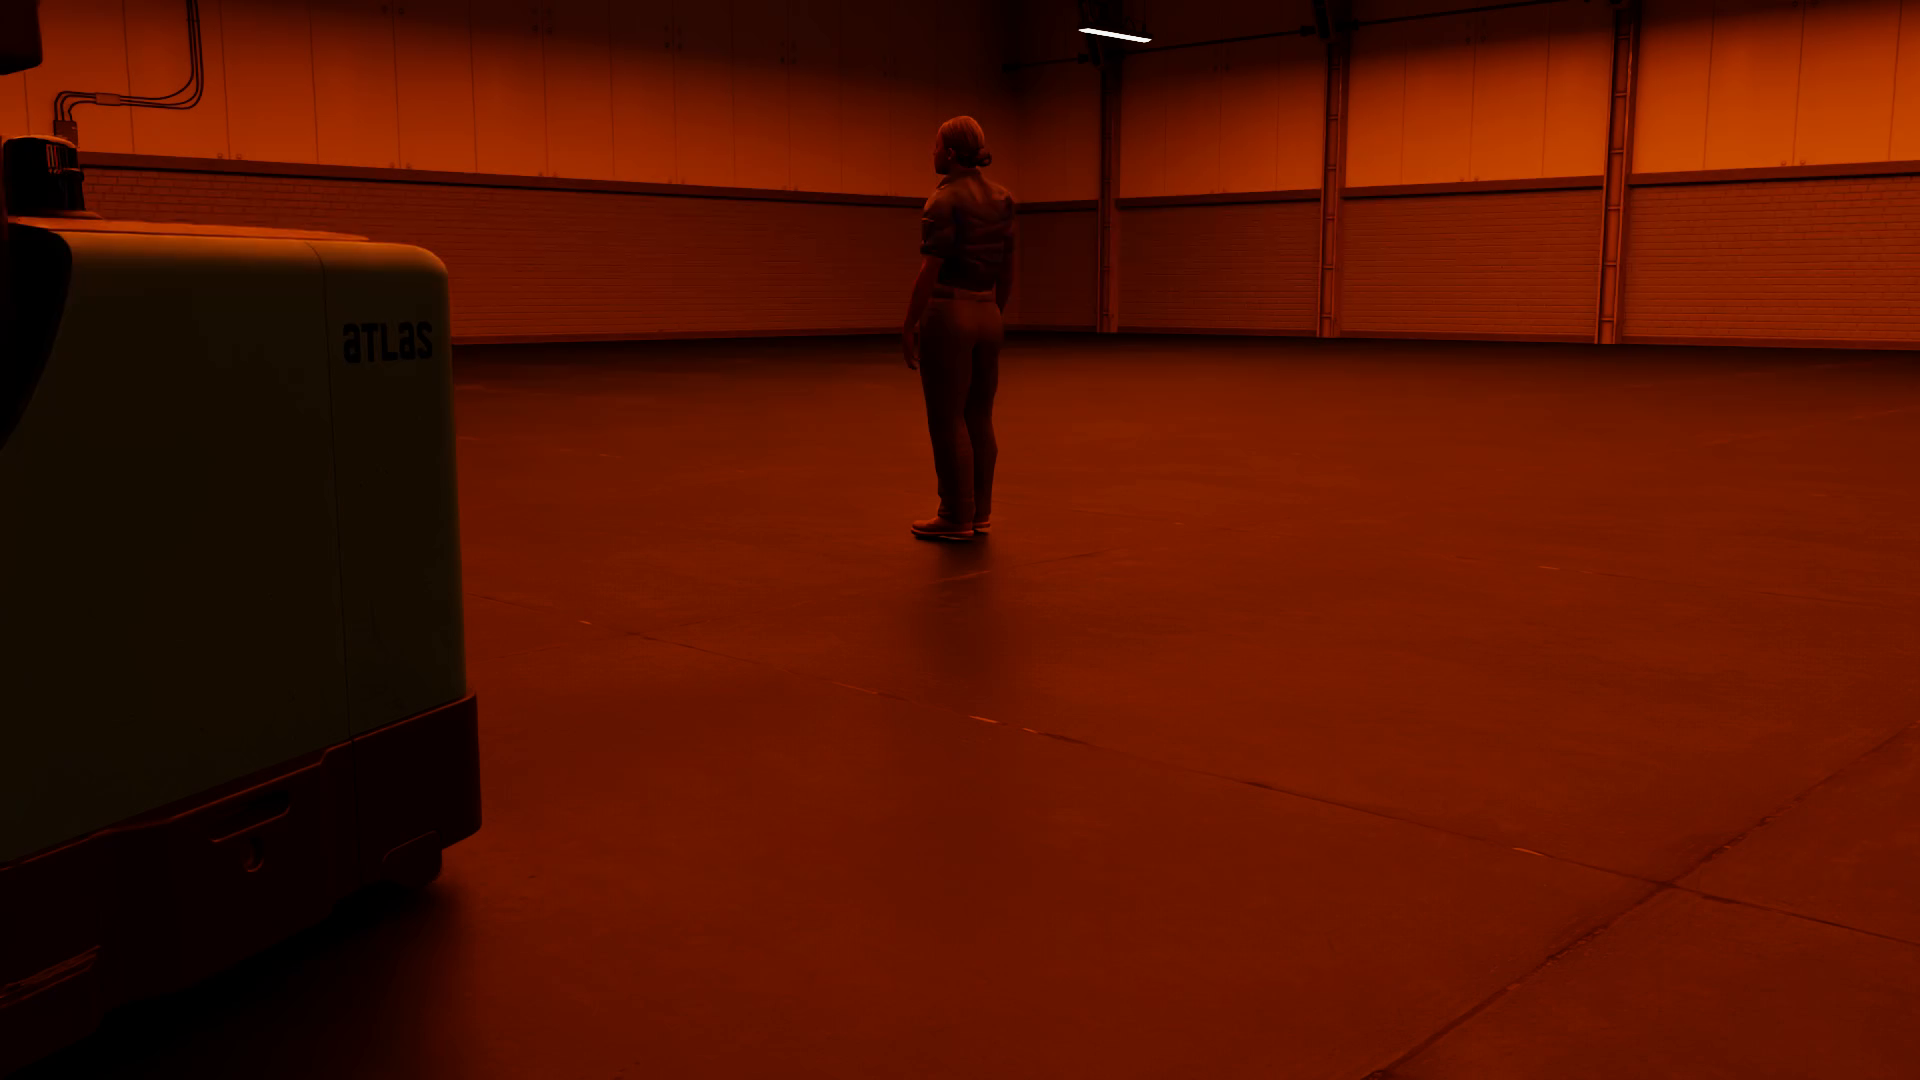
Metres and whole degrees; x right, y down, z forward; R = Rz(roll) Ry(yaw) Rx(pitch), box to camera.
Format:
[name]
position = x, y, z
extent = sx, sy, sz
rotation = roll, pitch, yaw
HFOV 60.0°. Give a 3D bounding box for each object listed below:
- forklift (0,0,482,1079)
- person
[forklift]
position = -1.827, -0.700, 1.525
extent = 1.130, 2.935, 3.031
rotation = 3, 9, 20
[person]
position = -0.049, -0.837, 6.668
extent = 0.503, 1.656, 0.569
rotation = 8, 12, 43
